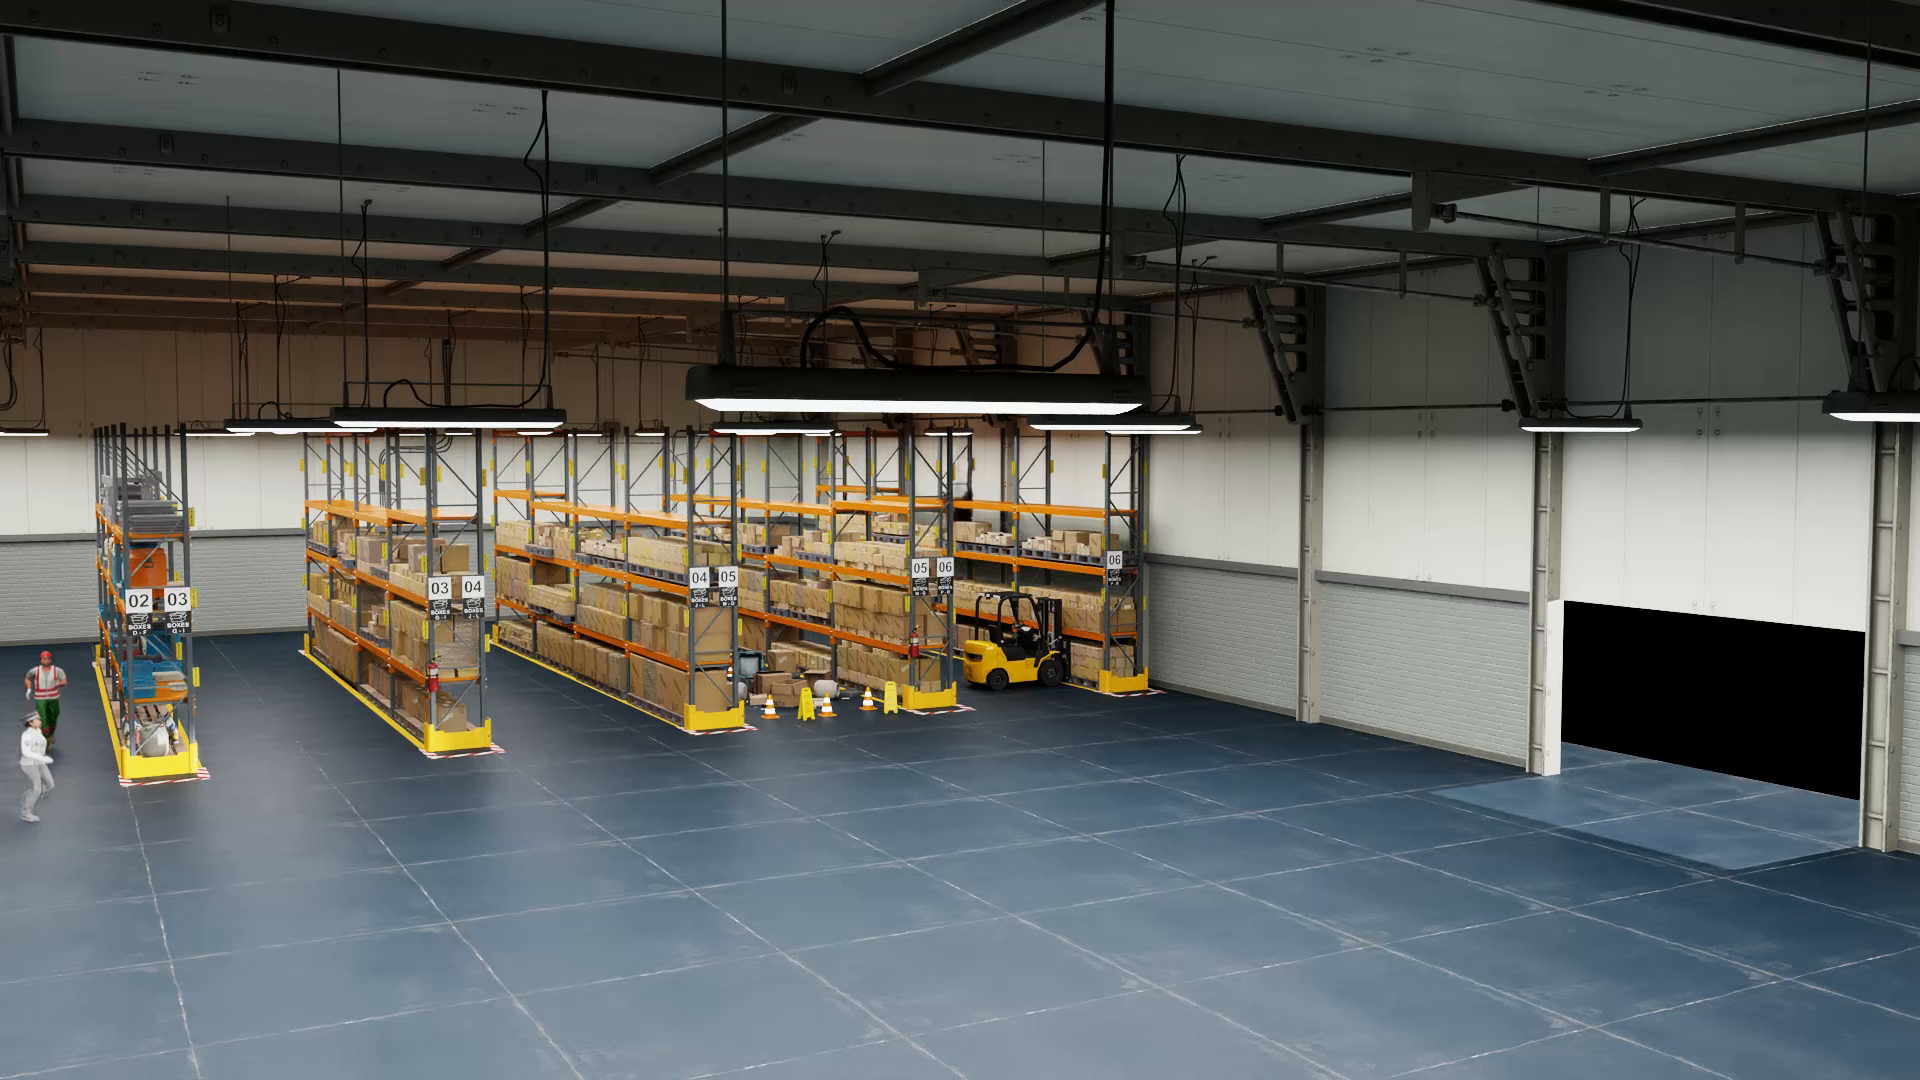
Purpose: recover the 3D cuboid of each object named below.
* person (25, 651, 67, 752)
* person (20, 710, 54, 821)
[{"bbox_3d":[-16.812,2.941,30.627,0.658,1.787,0.980,-2,4,-35],"label":"person"},{"bbox_3d":[-13.873,3.386,25.018,0.531,1.661,0.648,0,3,-6],"label":"person"}]
